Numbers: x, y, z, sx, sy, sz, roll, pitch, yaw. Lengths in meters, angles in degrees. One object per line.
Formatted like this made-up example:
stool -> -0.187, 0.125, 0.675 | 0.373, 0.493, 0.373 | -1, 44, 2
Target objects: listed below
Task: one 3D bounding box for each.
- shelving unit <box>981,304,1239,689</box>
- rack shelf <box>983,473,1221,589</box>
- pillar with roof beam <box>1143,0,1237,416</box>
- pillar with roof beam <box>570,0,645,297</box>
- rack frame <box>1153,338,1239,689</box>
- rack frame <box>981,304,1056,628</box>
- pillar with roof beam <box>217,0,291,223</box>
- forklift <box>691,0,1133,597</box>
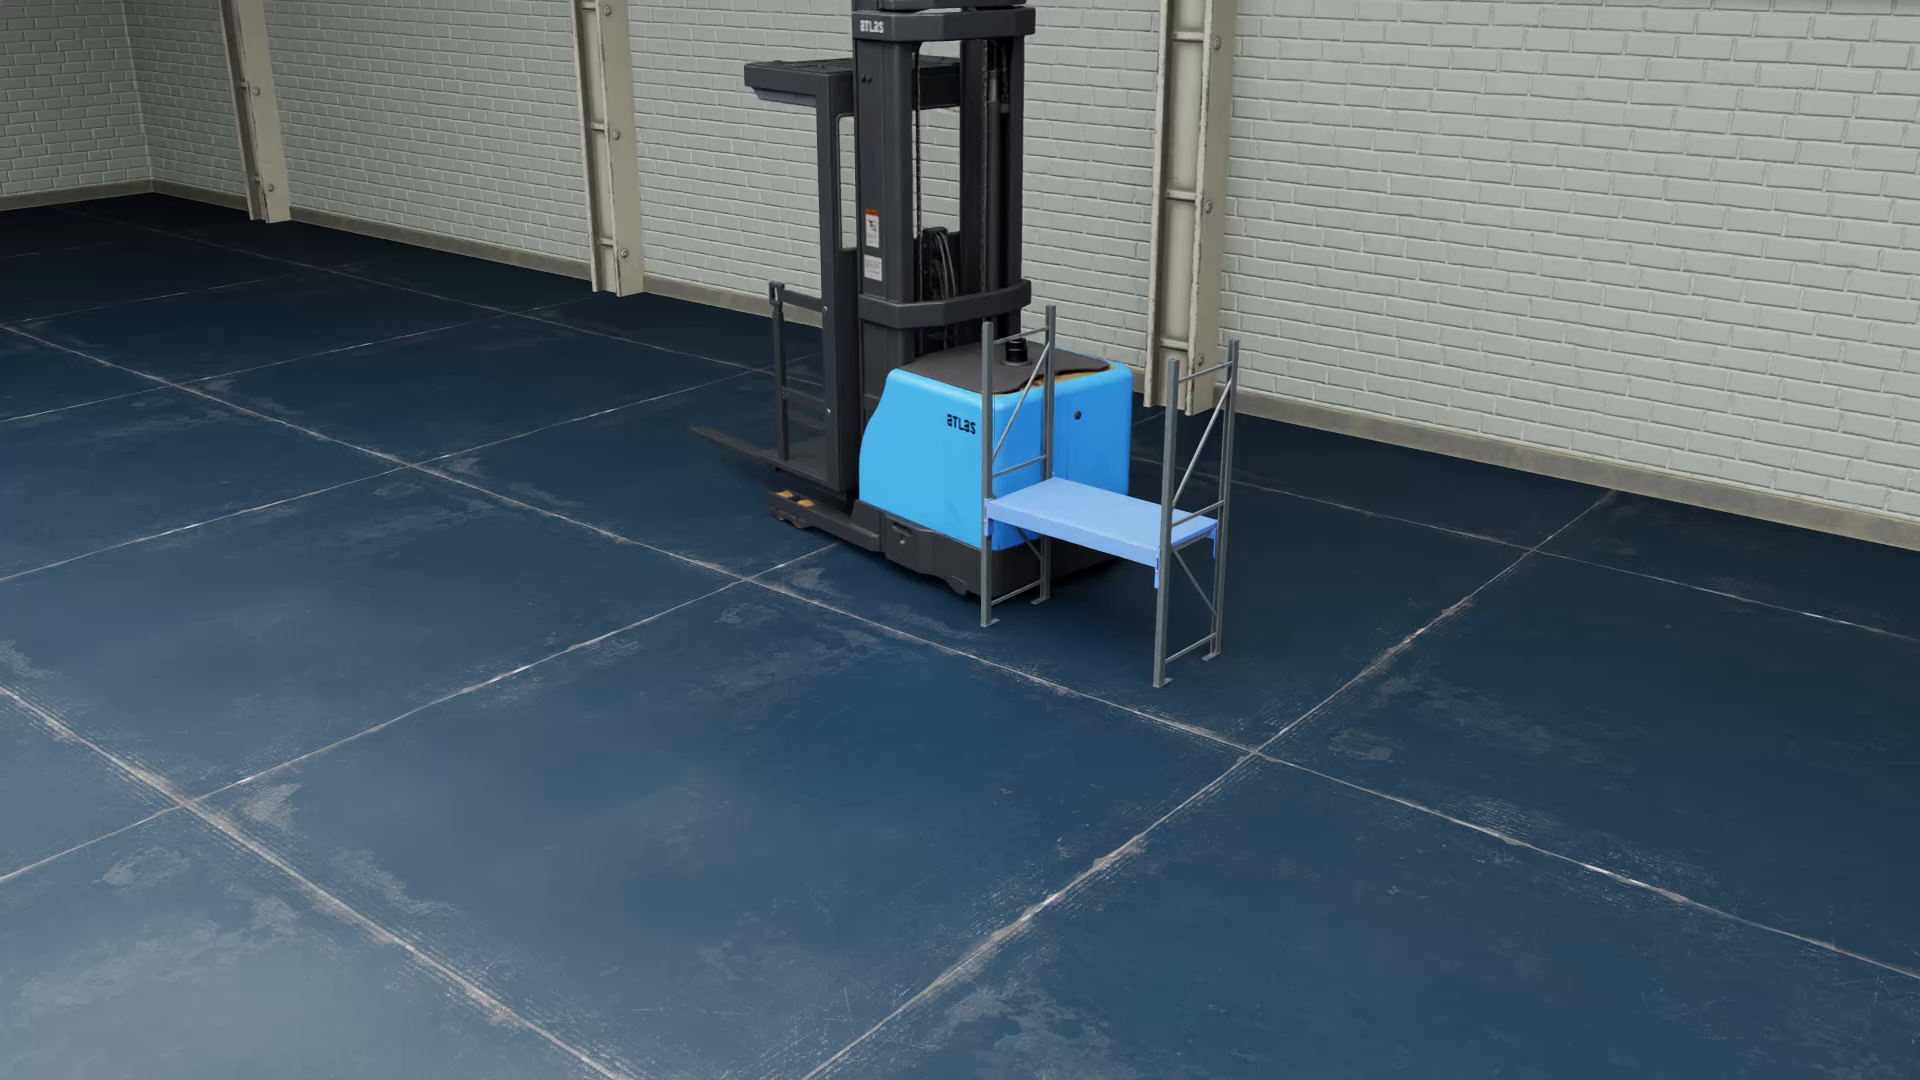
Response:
shelving unit -> 0.658, -0.227, 7.643 | 1.048, 1.500, 0.538 | 17, 27, 38
rack shelf -> 0.658, -0.058, 7.707 | 1.000, 0.185, 0.538 | 17, 27, 38
pillar with roof beam -> -1.188, -3.972, 6.948 | 0.400, 9.000, 9.100 | 16, 26, 36
pillar with roof beam -> -5.837, -5.311, 10.498 | 0.400, 9.000, 9.100 | 16, 26, 36
rack frame -> 1.039, -0.108, 7.328 | 0.032, 1.500, 0.500 | 17, 27, 38
rack frame -> 0.277, -0.345, 7.958 | 0.032, 1.500, 0.500 | 17, 27, 38
pillar with roof beam -> -10.485, -6.649, 14.048 | 0.400, 9.000, 9.100 | 16, 26, 36
forklift -> -0.444, -1.533, 9.081 | 1.130, 2.935, 3.031 | -17, 26, -38
